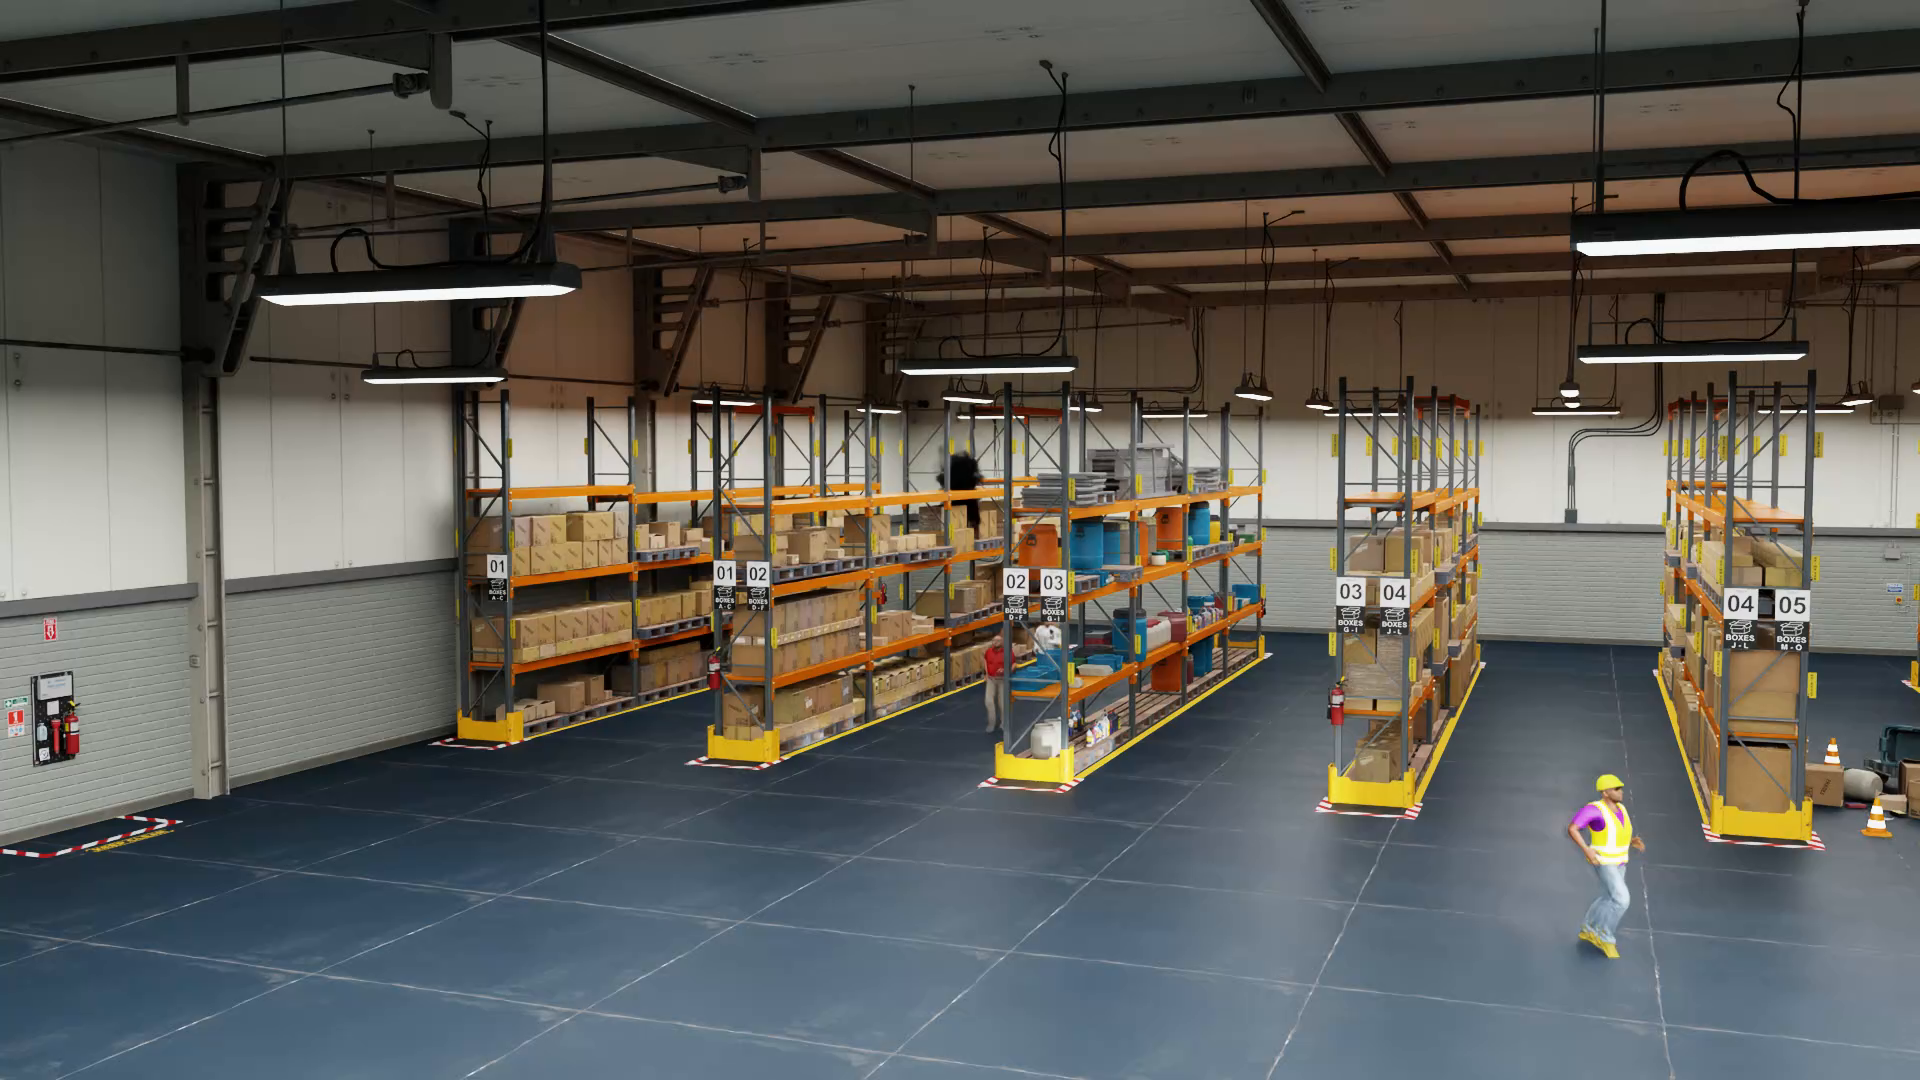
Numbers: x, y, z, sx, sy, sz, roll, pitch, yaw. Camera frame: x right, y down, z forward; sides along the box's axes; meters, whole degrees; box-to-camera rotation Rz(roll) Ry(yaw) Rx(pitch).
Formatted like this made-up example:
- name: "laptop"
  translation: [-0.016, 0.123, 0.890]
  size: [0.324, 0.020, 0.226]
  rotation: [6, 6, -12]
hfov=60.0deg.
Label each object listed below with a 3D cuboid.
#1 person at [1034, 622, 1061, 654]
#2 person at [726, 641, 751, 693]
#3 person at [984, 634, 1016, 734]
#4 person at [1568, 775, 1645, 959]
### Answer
- name: "person"
  translation: [1.744, 2.317, 33.467]
  size: [0.576, 1.749, 0.719]
  rotation: [0, 3, 8]
- name: "person"
  translation: [-4.054, 2.430, 30.796]
  size: [0.638, 1.755, 0.874]
  rotation: [0, 3, 8]
- name: "person"
  translation: [0.681, 2.553, 29.301]
  size: [0.647, 1.785, 0.764]
  rotation: [1, 3, 16]
- name: "person"
  translation: [6.427, 3.234, 16.472]
  size: [0.685, 1.829, 0.653]
  rotation: [-3, 4, -39]
